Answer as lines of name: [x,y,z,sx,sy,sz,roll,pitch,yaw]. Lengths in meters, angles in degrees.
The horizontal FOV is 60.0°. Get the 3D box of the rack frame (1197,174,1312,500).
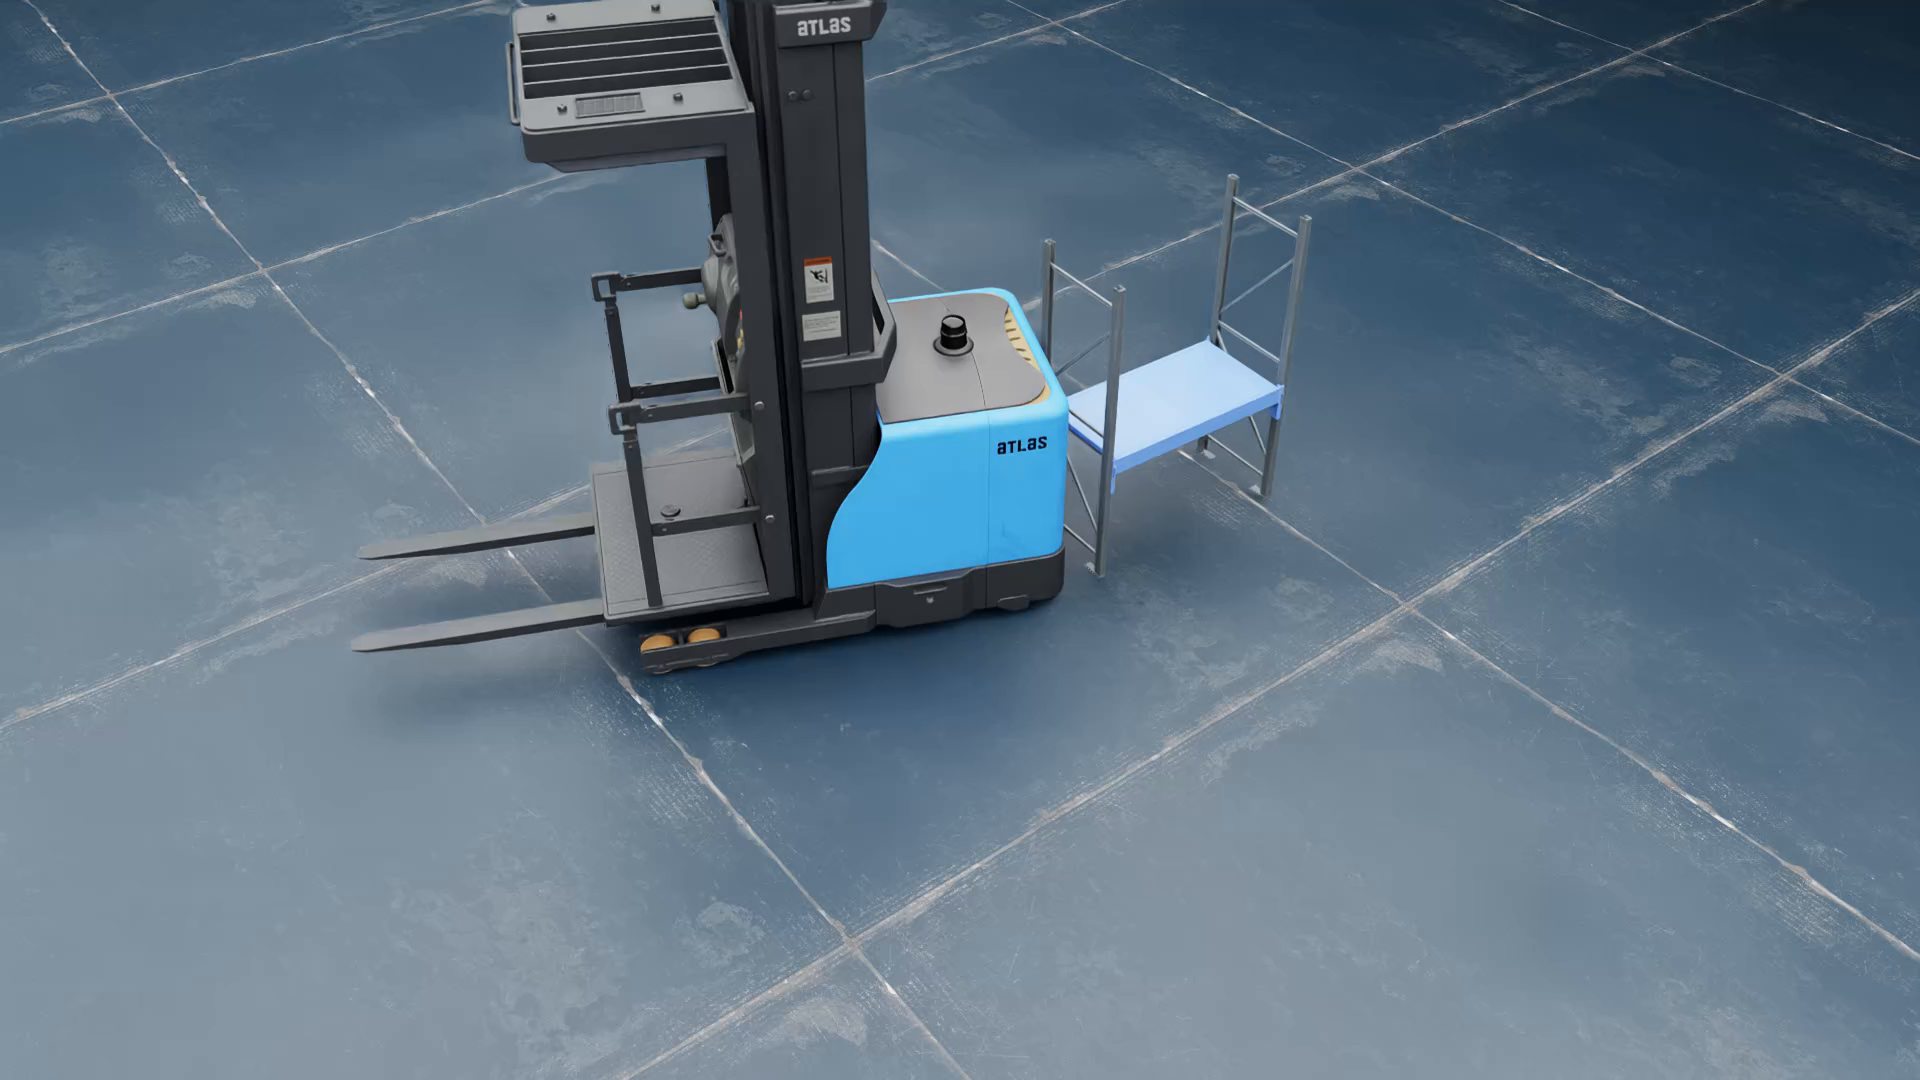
rack frame: [1.338,-0.908,7.674,0.032,1.500,0.500,-24,45,-26]

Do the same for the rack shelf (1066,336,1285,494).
rack shelf: [0.921,-0.585,7.564,1.000,0.185,0.538,-24,45,-26]

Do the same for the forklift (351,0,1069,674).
forklift: [-1.113,-0.936,6.580,3.031,2.935,1.130,-9,40,-10]

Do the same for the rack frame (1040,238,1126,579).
rack frame: [0.503,-0.539,7.225,0.032,1.500,0.500,-24,45,-26]

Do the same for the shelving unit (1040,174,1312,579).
shelving unit: [0.921,-0.724,7.450,1.048,1.500,0.538,-24,45,-26]
